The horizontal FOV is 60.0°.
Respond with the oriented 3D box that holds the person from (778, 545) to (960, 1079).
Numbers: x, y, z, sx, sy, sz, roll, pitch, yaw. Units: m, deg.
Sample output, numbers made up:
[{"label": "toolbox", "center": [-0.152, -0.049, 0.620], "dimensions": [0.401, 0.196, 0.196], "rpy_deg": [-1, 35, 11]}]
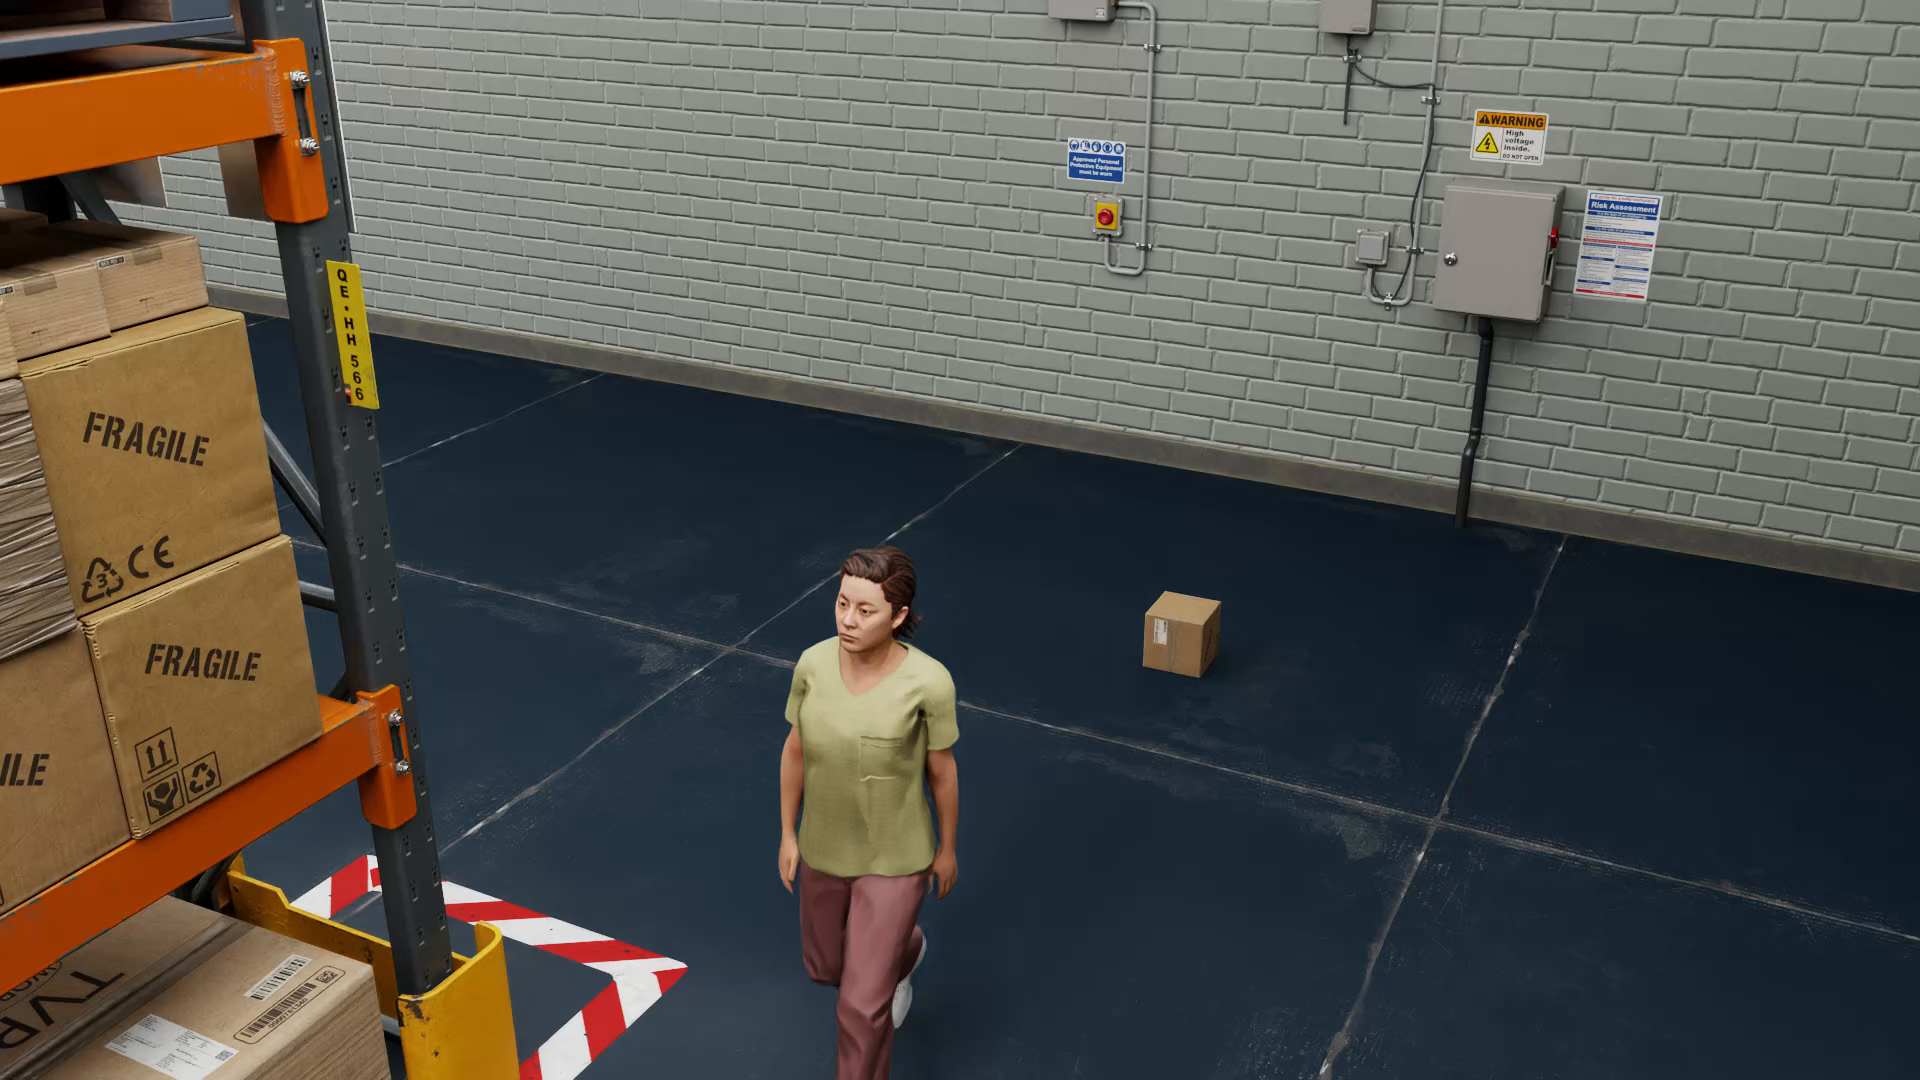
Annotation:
[{"label": "person", "center": [-0.237, 0.774, 4.240], "dimensions": [0.452, 1.640, 0.869], "rpy_deg": [9, 24, 20]}]
